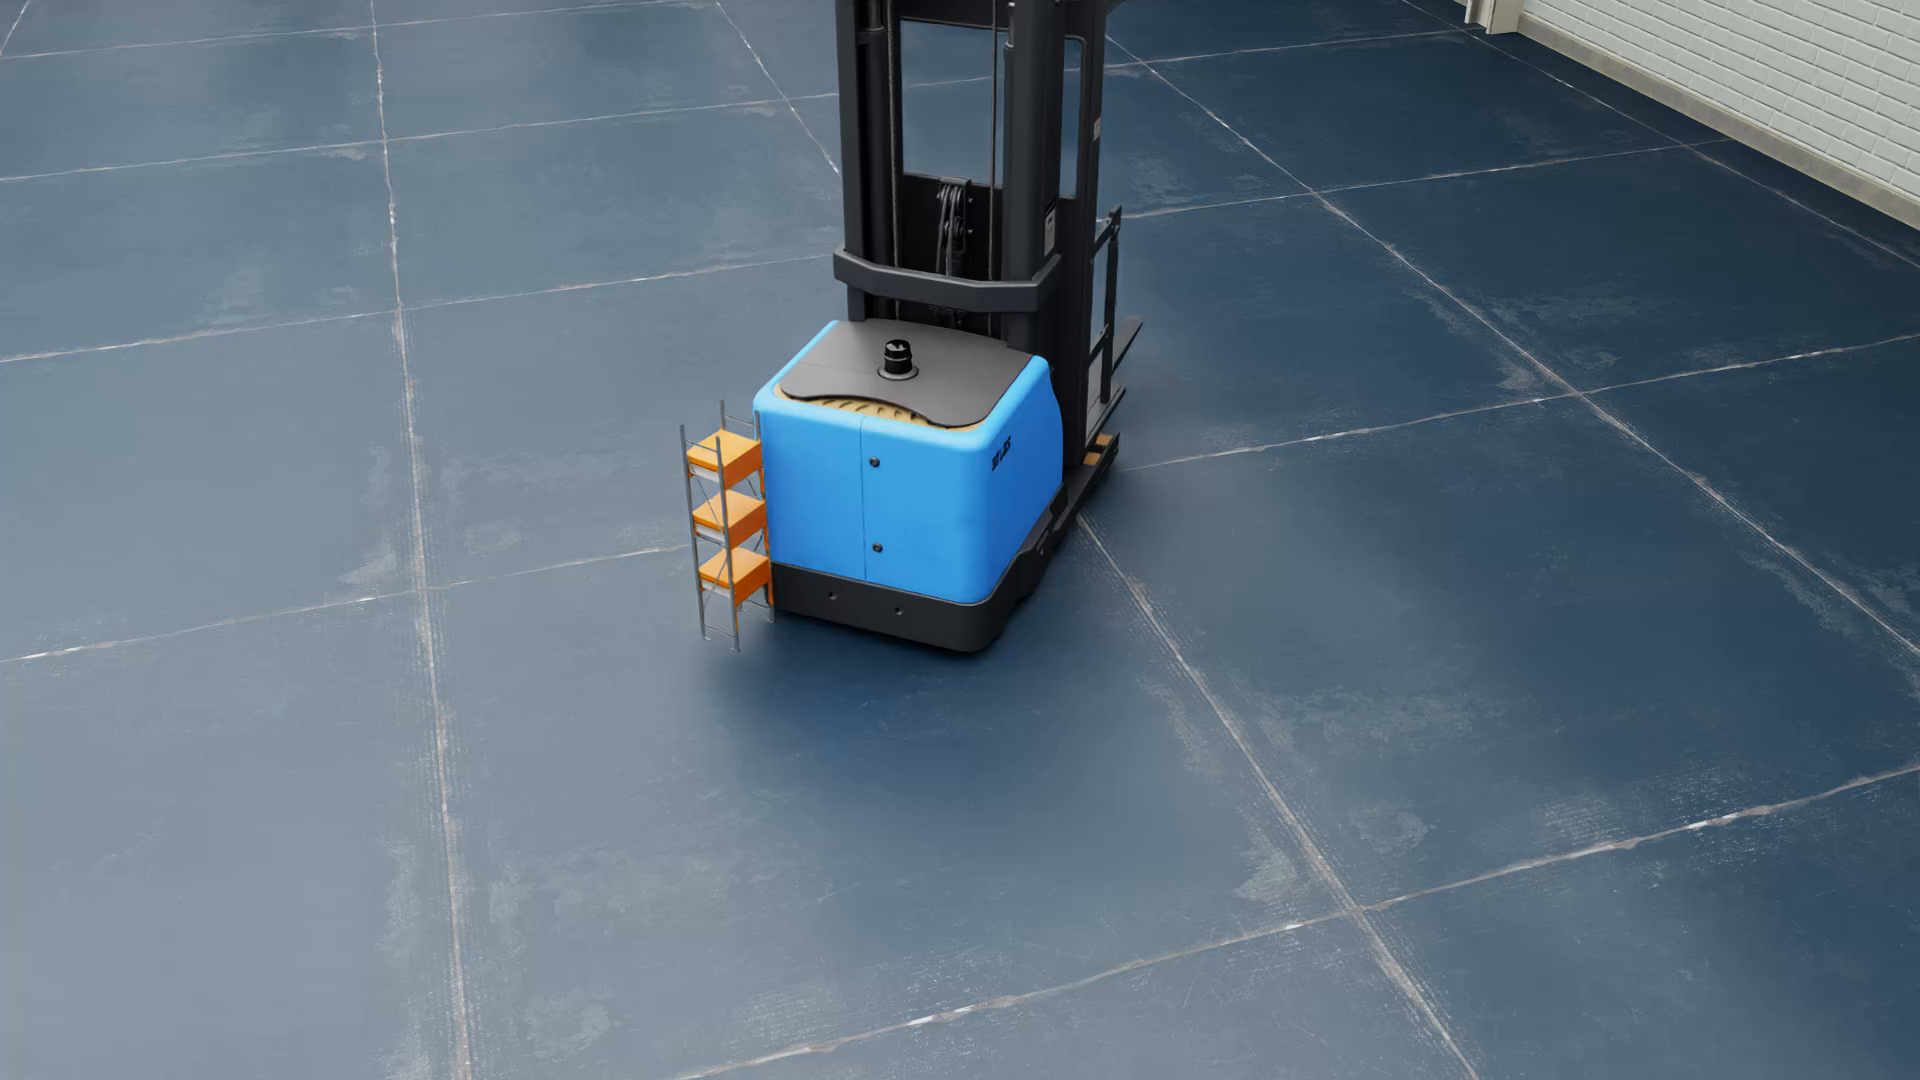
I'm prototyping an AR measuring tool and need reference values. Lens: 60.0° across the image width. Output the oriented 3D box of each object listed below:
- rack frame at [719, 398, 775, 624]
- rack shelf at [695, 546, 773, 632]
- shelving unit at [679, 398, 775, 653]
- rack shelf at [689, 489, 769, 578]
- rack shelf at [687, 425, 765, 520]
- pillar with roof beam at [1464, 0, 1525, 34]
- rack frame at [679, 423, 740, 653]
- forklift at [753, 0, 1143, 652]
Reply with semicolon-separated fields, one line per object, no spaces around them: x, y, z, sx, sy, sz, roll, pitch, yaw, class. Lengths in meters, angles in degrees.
-0.886;-0.104;6.956;0.200;1.050;0.008;20;38;27;rack frame
-0.952;0.193;7.029;0.215;0.259;0.240;20;38;27;rack shelf
-0.952;-0.048;6.870;0.215;1.050;0.252;20;38;27;shelving unit
-0.952;-0.039;6.876;0.215;0.259;0.240;20;38;27;rack shelf
-0.952;-0.276;6.719;0.215;0.259;0.240;20;38;27;rack shelf
0.555;-7.527;10.979;9.100;9.000;0.400;-10;35;-15;pillar with roof beam
-1.018;0.009;6.784;0.200;1.050;0.008;20;38;27;rack frame
0.152;-1.562;7.455;1.130;2.935;3.031;12;35;18;forklift
